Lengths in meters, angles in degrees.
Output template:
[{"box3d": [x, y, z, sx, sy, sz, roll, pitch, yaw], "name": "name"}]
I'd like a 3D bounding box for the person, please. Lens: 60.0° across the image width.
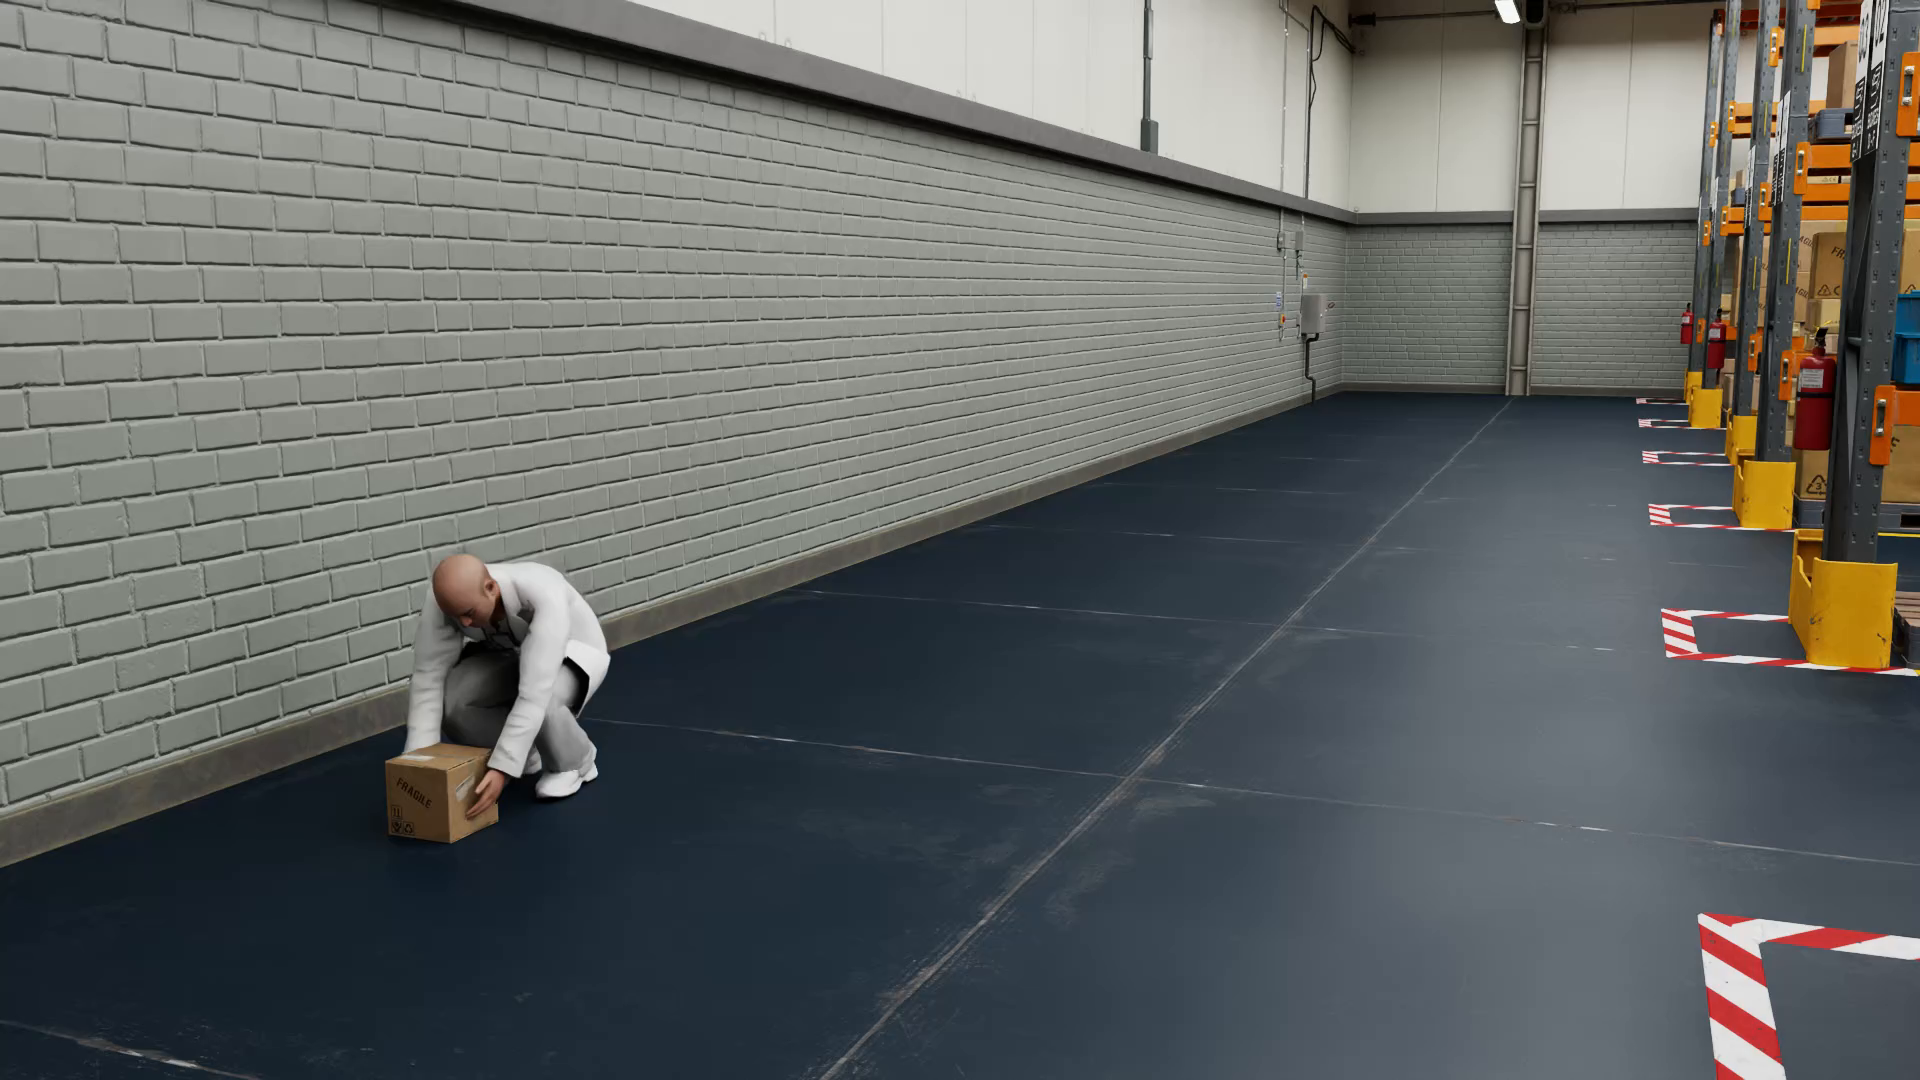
[{"box3d": [-1.564, 0.453, 5.783, 0.609, 0.918, 0.909, 3, 9, 21], "name": "person"}]
